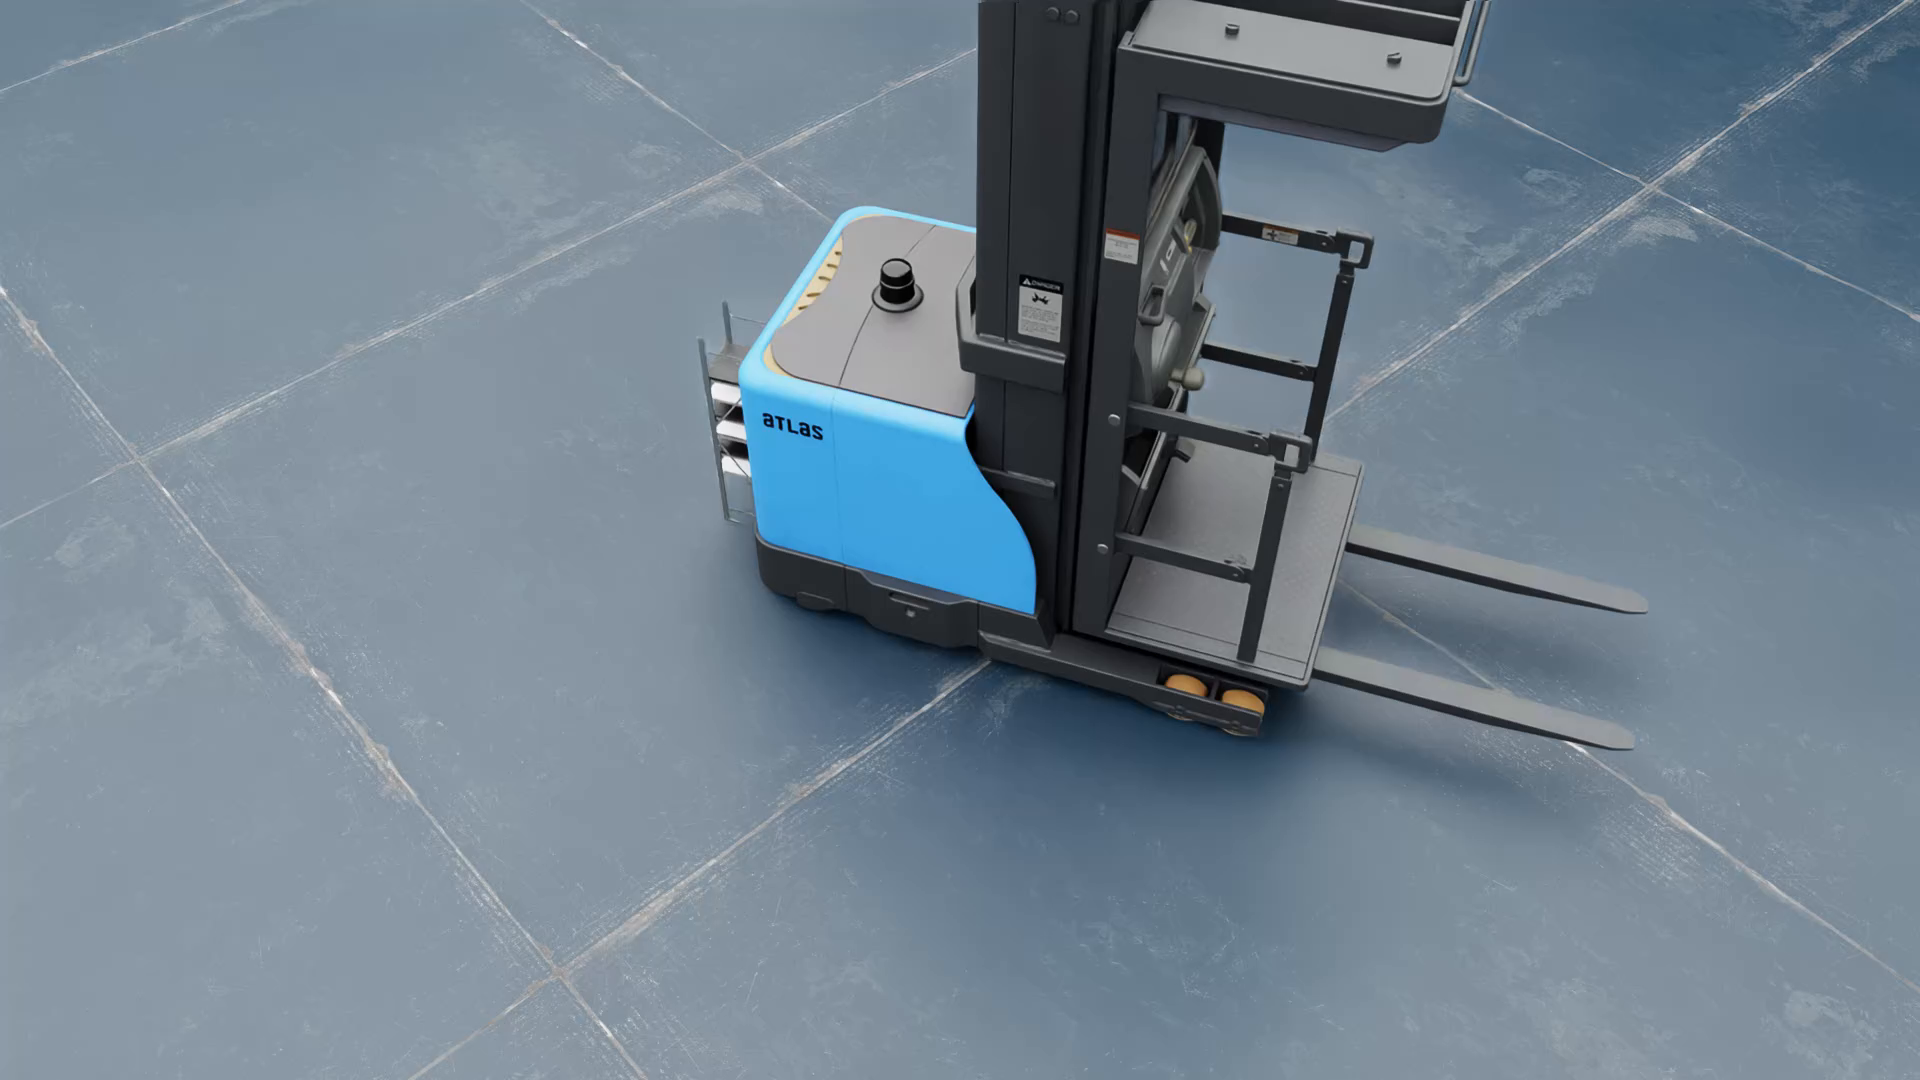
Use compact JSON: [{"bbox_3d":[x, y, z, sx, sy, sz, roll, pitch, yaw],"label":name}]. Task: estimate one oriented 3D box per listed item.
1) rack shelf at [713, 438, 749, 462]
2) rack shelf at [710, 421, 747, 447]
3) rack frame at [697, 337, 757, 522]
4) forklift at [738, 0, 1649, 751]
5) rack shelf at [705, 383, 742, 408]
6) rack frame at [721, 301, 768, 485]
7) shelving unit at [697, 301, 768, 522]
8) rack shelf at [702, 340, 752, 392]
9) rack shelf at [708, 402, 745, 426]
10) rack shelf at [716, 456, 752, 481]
[{"bbox_3d":[-0.748,-0.345,6.124,0.258,0.077,0.200,14,49,12],"label":"rack shelf"},{"bbox_3d":[-0.748,-0.406,6.058,0.258,0.077,0.200,14,49,12],"label":"rack shelf"},{"bbox_3d":[-0.780,-0.358,5.968,0.240,0.900,0.006,14,49,12],"label":"rack frame"},{"bbox_3d":[0.846,-0.774,4.969,3.031,2.935,1.130,15,49,13],"label":"forklift"},{"bbox_3d":[-0.748,-0.528,5.926,0.258,0.077,0.200,14,49,12],"label":"rack shelf"},{"bbox_3d":[-0.717,-0.500,6.099,0.240,0.900,0.006,14,49,12],"label":"rack frame"},{"bbox_3d":[-0.748,-0.429,6.033,0.258,0.900,0.210,14,49,12],"label":"shelving unit"},{"bbox_3d":[-0.748,-0.589,5.860,0.258,0.077,0.200,14,49,12],"label":"rack shelf"},{"bbox_3d":[-0.748,-0.467,5.992,0.258,0.077,0.200,14,49,12],"label":"rack shelf"},{"bbox_3d":[-0.748,-0.284,6.190,0.258,0.077,0.200,14,49,12],"label":"rack shelf"}]
